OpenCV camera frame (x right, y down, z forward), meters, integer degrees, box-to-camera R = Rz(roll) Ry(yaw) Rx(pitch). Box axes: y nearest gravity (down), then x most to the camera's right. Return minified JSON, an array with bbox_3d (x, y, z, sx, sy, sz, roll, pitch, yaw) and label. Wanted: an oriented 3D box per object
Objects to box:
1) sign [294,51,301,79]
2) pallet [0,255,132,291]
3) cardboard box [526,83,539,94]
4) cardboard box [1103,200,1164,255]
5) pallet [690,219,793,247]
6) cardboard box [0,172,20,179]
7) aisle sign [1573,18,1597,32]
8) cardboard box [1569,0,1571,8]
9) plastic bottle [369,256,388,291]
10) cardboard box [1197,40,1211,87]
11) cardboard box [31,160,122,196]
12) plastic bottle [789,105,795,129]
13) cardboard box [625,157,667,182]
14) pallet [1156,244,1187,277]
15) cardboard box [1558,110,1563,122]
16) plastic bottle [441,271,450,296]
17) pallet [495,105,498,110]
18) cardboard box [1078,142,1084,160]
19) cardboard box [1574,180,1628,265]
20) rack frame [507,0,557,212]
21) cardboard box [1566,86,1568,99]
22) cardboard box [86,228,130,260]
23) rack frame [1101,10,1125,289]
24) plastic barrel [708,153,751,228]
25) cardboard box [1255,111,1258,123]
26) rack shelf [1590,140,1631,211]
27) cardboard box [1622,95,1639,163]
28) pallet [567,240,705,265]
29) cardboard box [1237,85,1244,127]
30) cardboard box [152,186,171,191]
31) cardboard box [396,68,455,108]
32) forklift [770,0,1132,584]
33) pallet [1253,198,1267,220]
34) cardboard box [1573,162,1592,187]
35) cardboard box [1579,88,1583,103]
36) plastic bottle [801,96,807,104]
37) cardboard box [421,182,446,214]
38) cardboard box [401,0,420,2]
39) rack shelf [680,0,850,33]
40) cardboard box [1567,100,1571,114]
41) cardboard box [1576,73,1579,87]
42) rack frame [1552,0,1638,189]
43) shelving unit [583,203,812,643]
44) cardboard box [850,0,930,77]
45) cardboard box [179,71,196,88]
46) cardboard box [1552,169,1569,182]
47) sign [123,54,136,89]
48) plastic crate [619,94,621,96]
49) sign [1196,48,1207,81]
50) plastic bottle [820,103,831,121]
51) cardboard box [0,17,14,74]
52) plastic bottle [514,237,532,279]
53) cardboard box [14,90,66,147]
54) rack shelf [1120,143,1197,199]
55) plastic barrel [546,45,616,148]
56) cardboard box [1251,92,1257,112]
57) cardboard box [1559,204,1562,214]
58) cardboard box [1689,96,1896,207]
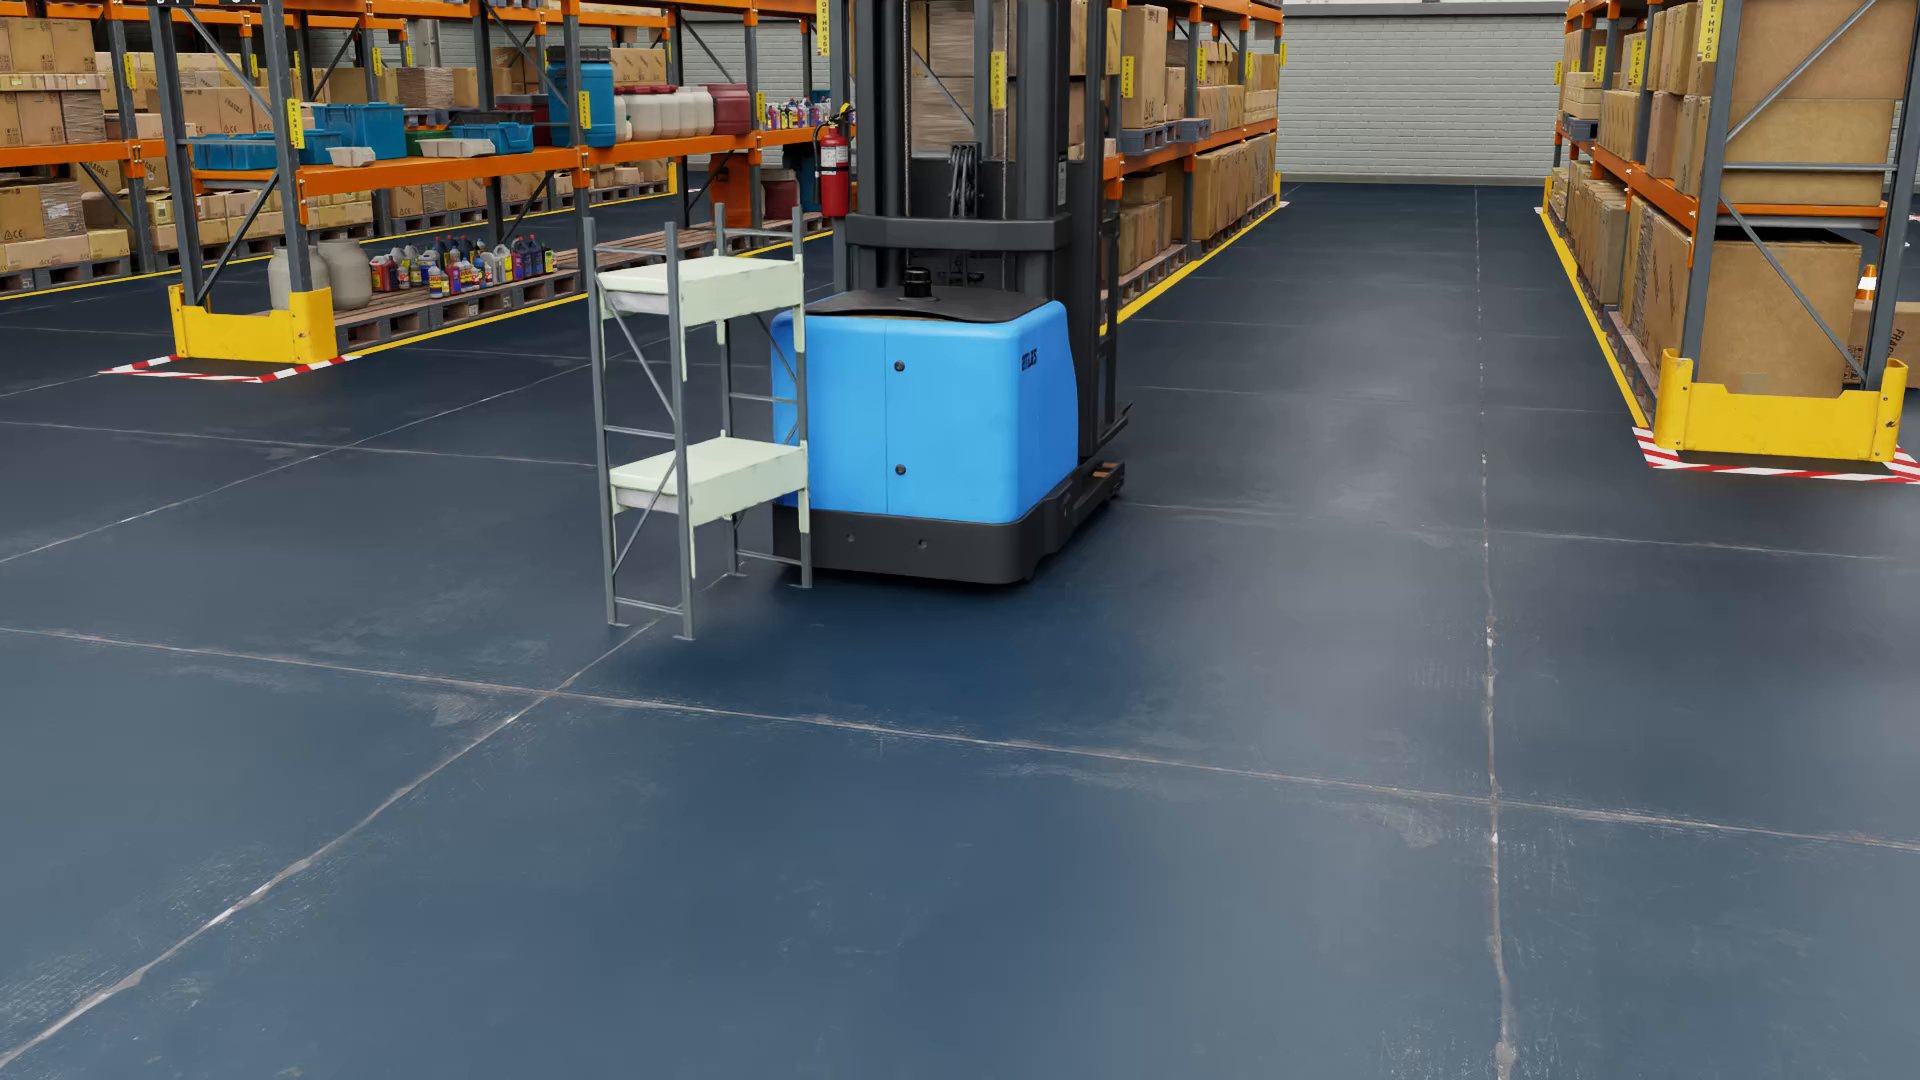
[{"bbox_3d":[-8.042,-5.779,20.230,0.100,0.325,0.005,5,16,16],"label":"sign"},{"bbox_3d":[-8.922,-2.628,16.206,1.003,0.211,1.213,5,16,16],"label":"pallet"},{"bbox_3d":[-5.976,-6.427,24.309,0.500,0.500,0.500,5,17,17],"label":"cardboard box"},{"bbox_3d":[1.661,-3.137,16.668,0.700,0.500,0.500,3,16,11],"label":"cardboard box"},{"bbox_3d":[-2.587,-3.703,19.999,1.003,0.211,1.213,5,16,16],"label":"pallet"},{"bbox_3d":[-12.424,-4.420,21.191,0.700,0.500,0.500,5,17,17],"label":"cardboard box"},{"bbox_3d":[8.711,-7.426,23.250,0.394,0.787,0.004,5,16,16],"label":"aisle sign"},{"bbox_3d":[8.606,-7.406,22.723,0.500,0.250,0.500,5,17,18],"label":"cardboard box"},{"bbox_3d":[-4.845,-2.222,13.851,0.152,0.276,0.135,5,17,16],"label":"plastic bottle"},{"bbox_3d":[2.389,-5.342,18.646,0.797,0.503,0.637,5,17,17],"label":"cardboard box"},{"bbox_3d":[-11.935,-4.954,22.467,0.750,0.750,0.750,4,16,15],"label":"cardboard box"},{"bbox_3d":[-2.044,-5.106,20.070,0.097,0.271,0.097,0,16,0],"label":"plastic bottle"},{"bbox_3d":[-5.164,-6.161,27.329,0.500,0.500,0.500,5,16,16],"label":"cardboard box"},{"bbox_3d":[1.755,-2.905,17.186,1.003,0.211,1.213,5,16,16],"label":"pallet"},{"bbox_3d":[8.411,-5.817,22.801,0.380,0.149,0.250,4,16,14],"label":"cardboard box"},{"bbox_3d":[-4.201,-2.085,13.505,0.097,0.201,0.097,0,16,0],"label":"plastic bottle"},{"bbox_3d":[-6.714,-5.974,23.246,1.003,0.211,1.213,5,16,16],"label":"pallet"},{"bbox_3d":[0.889,-3.005,12.889,0.380,0.149,0.250,5,16,16],"label":"cardboard box"},{"bbox_3d":[6.445,-3.008,15.789,1.050,0.750,0.750,4,16,15],"label":"cardboard box"},{"bbox_3d":[-6.382,-6.267,23.927,1.000,3.000,0.127,5,16,16],"label":"rack frame"},{"bbox_3d":[7.217,-5.176,19.225,0.380,0.149,0.250,4,16,15],"label":"cardboard box"},{"bbox_3d":[-8.578,-2.915,16.378,0.500,0.250,0.500,5,16,16],"label":"cardboard box"},{"bbox_3d":[0.841,-3.405,13.836,1.000,3.000,0.127,5,16,16],"label":"rack frame"},{"bbox_3d":[-2.648,-4.123,19.575,0.600,0.830,0.708,5,16,16],"label":"plastic barrel"},{"bbox_3d":[3.812,-5.702,22.396,0.380,0.149,0.250,4,16,15],"label":"cardboard box"},{"bbox_3d":[6.136,-3.171,14.330,1.077,0.370,4.000,5,16,16],"label":"rack shelf"},{"bbox_3d":[5.460,-3.199,12.928,0.500,0.500,0.500,5,16,16],"label":"cardboard box"},{"bbox_3d":[-3.377,-2.976,17.435,1.003,0.211,1.213,5,16,16],"label":"pallet"},{"bbox_3d":[3.244,-5.402,20.696,0.500,0.500,0.500,5,16,16],"label":"cardboard box"},{"bbox_3d":[-8.529,-3.718,18.183,0.500,0.311,0.500,5,16,16],"label":"cardboard box"},{"bbox_3d":[-7.005,-5.869,21.570,0.700,0.500,0.500,8,18,26],"label":"cardboard box"},{"bbox_3d":[0.169,-1.599,7.596,1.130,2.935,3.031,5,17,17],"label":"forklift"},{"bbox_3d":[3.751,-4.669,23.405,1.003,0.211,1.213,5,16,16],"label":"pallet"},{"bbox_3d":[7.229,-4.135,18.846,0.500,0.250,0.500,5,17,17],"label":"cardboard box"},{"bbox_3d":[6.483,-4.499,16.840,0.380,0.149,0.250,5,17,18],"label":"cardboard box"},{"bbox_3d":[-2.056,-5.781,22.303,0.144,0.351,0.185,5,16,16],"label":"plastic bottle"},{"bbox_3d":[-6.972,-4.464,21.345,0.500,0.500,0.500,4,16,14],"label":"cardboard box"},{"bbox_3d":[-7.282,-6.962,20.697,0.910,0.500,0.500,5,16,16],"label":"cardboard box"},{"bbox_3d":[-2.202,-6.456,20.414,1.077,0.370,4.000,5,16,16],"label":"rack shelf"},{"bbox_3d":[6.996,-4.830,18.552,0.380,0.149,0.250,4,16,13],"label":"cardboard box"},{"bbox_3d":[6.699,-4.838,17.490,0.380,0.149,0.250,5,16,16],"label":"cardboard box"},{"bbox_3d":[8.978,-6.133,23.456,1.000,3.000,0.127,5,16,16],"label":"rack frame"},{"bbox_3d":[-0.953,-0.465,6.222,0.431,1.500,0.755,9,18,29],"label":"shelving unit"},{"bbox_3d":[-0.376,-3.194,10.531,0.500,0.500,0.500,5,16,16],"label":"cardboard box"},{"bbox_3d":[-11.309,-6.446,23.792,0.500,0.500,0.500,5,16,16],"label":"cardboard box"},{"bbox_3d":[8.346,-5.002,22.831,0.380,0.149,0.250,5,16,16],"label":"cardboard box"},{"bbox_3d":[-8.123,-4.586,16.269,0.100,0.325,0.005,5,16,16],"label":"sign"},{"bbox_3d":[-3.523,-4.467,17.464,0.402,0.464,0.583,5,16,16],"label":"plastic crate"},{"bbox_3d":[2.501,-4.931,17.239,0.100,0.325,0.005,5,16,16],"label":"sign"},{"bbox_3d":[-1.721,-5.431,21.208,0.152,0.276,0.135,5,16,16],"label":"plastic bottle"},{"bbox_3d":[-9.061,-4.466,15.018,0.700,0.500,0.500,5,16,16],"label":"cardboard box"},{"bbox_3d":[-3.869,-2.485,14.642,0.144,0.351,0.185,4,16,13],"label":"plastic bottle"},{"bbox_3d":[-8.919,-3.967,15.635,0.700,0.500,0.500,4,16,15],"label":"cardboard box"},{"bbox_3d":[1.410,-3.582,15.779,1.077,0.370,4.000,5,16,16],"label":"rack shelf"},{"bbox_3d":[-3.507,-4.108,15.396,0.600,0.901,0.708,5,16,16],"label":"plastic barrel"},{"bbox_3d":[3.646,-5.801,22.014,0.500,0.250,0.500,5,16,16],"label":"cardboard box"},{"bbox_3d":[7.793,-4.182,21.031,0.380,0.149,0.250,4,16,14],"label":"cardboard box"},{"bbox_3d":[4.493,-2.120,9.032,0.875,0.550,0.550,5,16,16],"label":"cardboard box"}]
